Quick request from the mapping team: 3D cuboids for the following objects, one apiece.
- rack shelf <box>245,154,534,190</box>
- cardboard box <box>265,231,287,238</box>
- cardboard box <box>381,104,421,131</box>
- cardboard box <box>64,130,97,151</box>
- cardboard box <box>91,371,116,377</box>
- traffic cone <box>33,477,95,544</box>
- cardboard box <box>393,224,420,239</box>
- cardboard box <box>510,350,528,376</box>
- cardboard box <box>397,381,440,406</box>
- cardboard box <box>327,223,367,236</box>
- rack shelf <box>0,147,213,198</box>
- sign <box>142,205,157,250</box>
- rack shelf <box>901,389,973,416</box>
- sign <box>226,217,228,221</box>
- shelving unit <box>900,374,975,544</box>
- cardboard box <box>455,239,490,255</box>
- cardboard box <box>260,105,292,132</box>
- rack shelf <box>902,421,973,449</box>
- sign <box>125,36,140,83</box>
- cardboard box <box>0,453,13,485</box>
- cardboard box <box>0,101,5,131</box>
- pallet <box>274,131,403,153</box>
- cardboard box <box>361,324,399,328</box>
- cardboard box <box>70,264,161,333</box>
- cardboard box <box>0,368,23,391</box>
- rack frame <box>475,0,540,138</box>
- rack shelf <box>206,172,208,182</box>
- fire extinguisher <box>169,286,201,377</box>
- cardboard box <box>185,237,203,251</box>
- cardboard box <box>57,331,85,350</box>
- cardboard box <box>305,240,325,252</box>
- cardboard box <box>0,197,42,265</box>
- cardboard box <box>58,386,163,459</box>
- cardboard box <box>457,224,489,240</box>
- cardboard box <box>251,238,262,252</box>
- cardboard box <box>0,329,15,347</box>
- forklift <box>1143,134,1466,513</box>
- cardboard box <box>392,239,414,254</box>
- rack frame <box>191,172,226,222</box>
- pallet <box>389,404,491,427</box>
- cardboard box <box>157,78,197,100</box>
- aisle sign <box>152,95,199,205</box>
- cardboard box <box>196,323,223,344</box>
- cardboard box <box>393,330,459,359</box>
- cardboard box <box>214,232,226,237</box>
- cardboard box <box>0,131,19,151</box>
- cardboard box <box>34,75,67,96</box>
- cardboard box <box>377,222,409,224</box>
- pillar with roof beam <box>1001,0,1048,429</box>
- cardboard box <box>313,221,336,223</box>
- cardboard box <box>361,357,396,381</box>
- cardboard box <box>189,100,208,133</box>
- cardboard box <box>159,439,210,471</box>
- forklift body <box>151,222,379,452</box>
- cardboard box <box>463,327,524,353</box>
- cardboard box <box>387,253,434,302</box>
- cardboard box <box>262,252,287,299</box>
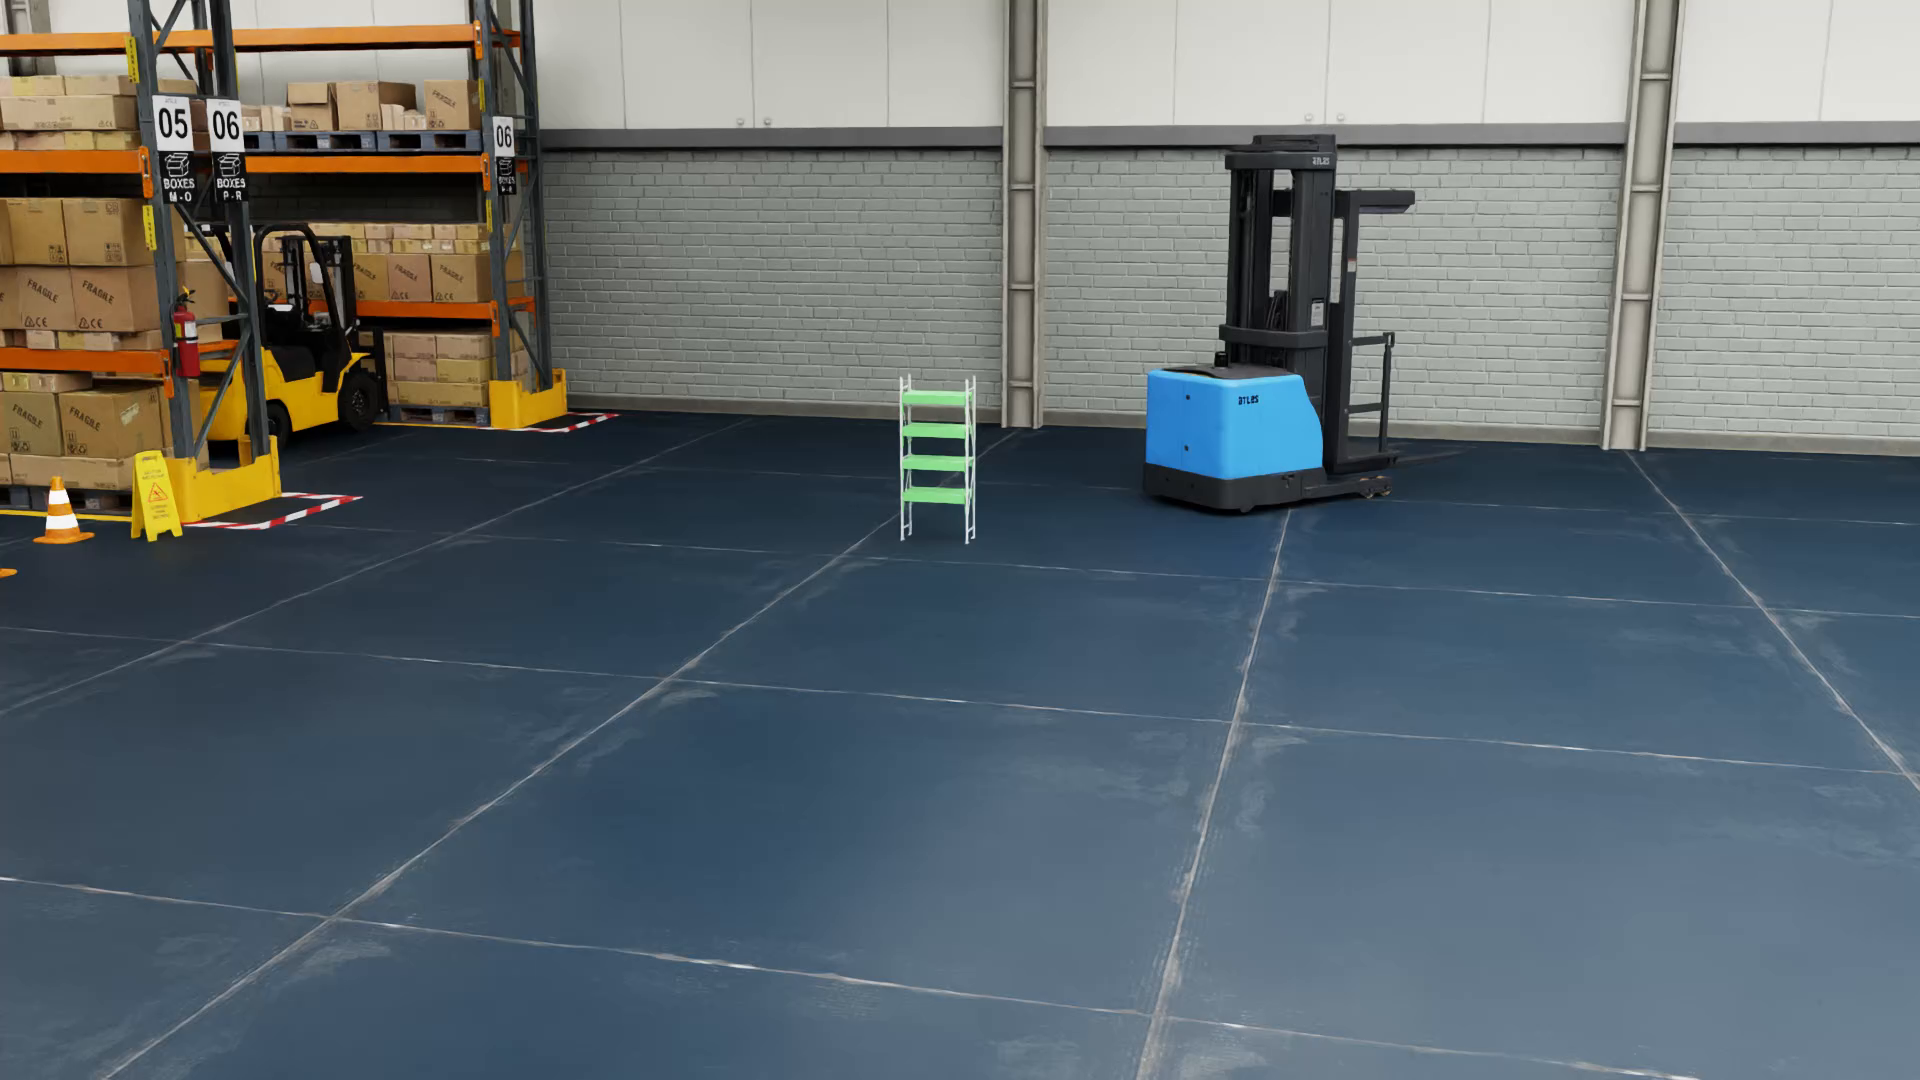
[{"bbox_3d":[-6.642,-3.983,17.998,4.000,0.370,1.077,3,13,14],"label":"rack shelf"},{"bbox_3d":[-7.336,-3.357,18.024,0.250,0.149,0.380,3,13,13],"label":"cardboard box"},{"bbox_3d":[-5.824,-4.411,17.375,0.258,0.266,0.396,3,13,14],"label":"cardboard box"},{"bbox_3d":[-6.549,-3.030,12.619,0.250,0.149,0.380,3,13,14],"label":"cardboard box"},{"bbox_3d":[-9.845,-2.086,19.224,0.625,0.625,0.875,3,13,13],"label":"cardboard box"},{"bbox_3d":[-6.612,-0.235,12.224,0.334,0.463,0.336,3,13,14],"label":"traffic cone"},{"bbox_3d":[-5.830,-3.294,17.740,0.250,0.149,0.380,3,13,14],"label":"cardboard box"},{"bbox_3d":[-5.107,-1.941,18.282,0.500,0.250,0.500,3,13,15],"label":"cardboard box"},{"bbox_3d":[-5.713,-1.615,17.965,0.500,0.250,0.500,3,13,14],"label":"cardboard box"},{"bbox_3d":[-6.589,-3.330,17.901,0.250,0.149,0.380,3,13,14],"label":"cardboard box"},{"bbox_3d":[-7.828,-2.939,13.292,4.000,0.370,1.077,3,13,14],"label":"rack shelf"},{"bbox_3d":[-6.038,-2.326,12.390,0.005,0.325,0.100,3,13,14],"label":"sign"},{"bbox_3d":[-0.161,-1.001,12.052,0.480,0.148,0.258,3,13,14],"label":"rack shelf"},{"bbox_3d":[-8.452,-3.552,19.136,0.005,0.325,0.100,3,13,14],"label":"sign"},{"bbox_3d":[-0.161,-0.594,12.142,0.503,1.200,0.258,3,13,14],"label":"shelving unit"},{"bbox_3d":[-5.104,-3.091,17.511,0.250,0.149,0.380,3,13,14],"label":"cardboard box"},{"bbox_3d":[-7.216,-4.486,17.711,0.258,0.266,0.396,3,13,12],"label":"cardboard box"},{"bbox_3d":[-0.161,-0.766,12.104,0.480,0.148,0.258,3,13,14],"label":"rack shelf"},{"bbox_3d":[-6.038,-3.503,12.129,0.005,0.325,0.100,3,13,14],"label":"sign"},{"bbox_3d":[-7.746,-0.625,13.503,0.500,0.250,0.500,3,13,12],"label":"cardboard box"},{"bbox_3d":[-7.440,-3.281,12.830,0.500,0.250,0.500,3,13,15],"label":"cardboard box"},{"bbox_3d":[-6.569,-4.292,17.935,1.213,0.211,1.003,3,13,14],"label":"pallet"},{"bbox_3d":[-6.586,-2.263,18.580,0.500,0.250,0.500,3,13,12],"label":"cardboard box"},{"bbox_3d":[-6.479,-1.887,12.894,0.500,0.500,0.500,3,13,13],"label":"cardboard box"},{"bbox_3d":[-7.597,-1.287,13.259,0.250,0.149,0.380,4,13,16],"label":"cardboard box"},{"bbox_3d":[-4.700,-5.695,17.127,0.127,3.000,1.000,3,13,14],"label":"rack frame"},{"bbox_3d":[-10.525,-4.191,18.933,4.000,0.370,1.077,3,13,14],"label":"rack shelf"},{"bbox_3d":[-5.885,-1.582,12.616,0.183,0.674,0.296,3,13,14],"label":"fire extinguisher"},{"bbox_3d":[-8.337,-3.267,18.307,0.250,0.149,0.380,3,13,13],"label":"cardboard box"},{"bbox_3d":[-6.817,-1.582,13.017,0.250,0.149,0.380,3,13,13],"label":"cardboard box"},{"bbox_3d":[-6.841,-3.183,17.927,0.250,0.149,0.380,3,13,12],"label":"cardboard box"},{"bbox_3d":[-7.444,-2.418,12.980,0.500,0.500,0.700,3,13,13],"label":"cardboard box"},{"bbox_3d":[-6.726,-0.938,13.182,0.500,0.500,0.500,3,13,14],"label":"cardboard box"},{"bbox_3d":[-5.098,-3.251,17.547,0.250,0.149,0.380,3,13,14],"label":"cardboard box"},{"bbox_3d":[-7.604,-3.218,18.086,0.250,0.149,0.380,3,13,15],"label":"cardboard box"},{"bbox_3d":[-7.559,-1.626,13.216,0.250,0.149,0.380,3,13,13],"label":"cardboard box"},{"bbox_3d":[3.025,-1.866,13.876,3.031,2.935,1.130,-8,15,-33],"label":"forklift"},{"bbox_3d":[-5.834,-3.139,17.730,0.250,0.149,0.380,3,13,13],"label":"cardboard box"},{"bbox_3d":[-8.584,-2.974,18.712,0.127,3.000,1.000,3,13,14],"label":"rack frame"},{"bbox_3d":[-5.453,-1.436,18.218,1.213,0.211,1.003,3,13,14],"label":"pallet"},{"bbox_3d":[-6.182,-3.515,12.963,0.250,0.149,0.380,3,13,13],"label":"cardboard box"},{"bbox_3d":[-5.895,-2.927,12.500,0.004,0.787,0.394,3,13,14],"label":"aisle sign"},{"bbox_3d":[-6.166,-1.661,13.374,0.250,0.149,0.380,3,13,14],"label":"cardboard box"},{"bbox_3d":[-5.719,-2.101,17.847,0.500,0.250,0.500,3,13,15],"label":"cardboard box"},{"bbox_3d":[-8.065,-3.415,18.284,0.250,0.149,0.380,3,13,14],"label":"cardboard box"},{"bbox_3d":[-7.282,-3.081,12.849,0.250,0.149,0.380,3,13,13],"label":"cardboard box"},{"bbox_3d":[-6.778,-3.440,12.625,0.250,0.149,0.380,3,13,13],"label":"cardboard box"},{"bbox_3d":[-6.211,-3.429,18.351,0.250,0.149,0.380,3,13,12],"label":"cardboard box"},{"bbox_3d":[-0.367,-4.704,12.660,0.400,9.000,9.100,3,13,14],"label":"pillar with roof beam"},{"bbox_3d":[-6.966,-3.458,18.481,0.250,0.149,0.380,3,13,13],"label":"cardboard box"},{"bbox_3d":[-6.238,-1.883,18.021,0.500,0.250,0.500,3,13,12],"label":"cardboard box"},{"bbox_3d":[-6.310,-3.341,13.100,0.500,0.250,0.500,3,13,13],"label":"cardboard box"},{"bbox_3d":[-6.603,-0.685,13.774,0.500,0.250,0.500,3,13,13],"label":"cardboard box"},{"bbox_3d":[-6.978,-2.067,16.583,1.214,2.155,2.313,3,13,14],"label":"forklift body"},{"bbox_3d":[-5.122,-2.182,18.213,0.500,0.250,0.500,3,13,13],"label":"cardboard box"},{"bbox_3d":[-5.742,-2.814,17.762,0.500,0.500,0.500,3,13,15],"label":"cardboard box"},{"bbox_3d":[-7.214,-2.895,18.127,0.500,0.500,0.500,3,13,13],"label":"cardboard box"}]
